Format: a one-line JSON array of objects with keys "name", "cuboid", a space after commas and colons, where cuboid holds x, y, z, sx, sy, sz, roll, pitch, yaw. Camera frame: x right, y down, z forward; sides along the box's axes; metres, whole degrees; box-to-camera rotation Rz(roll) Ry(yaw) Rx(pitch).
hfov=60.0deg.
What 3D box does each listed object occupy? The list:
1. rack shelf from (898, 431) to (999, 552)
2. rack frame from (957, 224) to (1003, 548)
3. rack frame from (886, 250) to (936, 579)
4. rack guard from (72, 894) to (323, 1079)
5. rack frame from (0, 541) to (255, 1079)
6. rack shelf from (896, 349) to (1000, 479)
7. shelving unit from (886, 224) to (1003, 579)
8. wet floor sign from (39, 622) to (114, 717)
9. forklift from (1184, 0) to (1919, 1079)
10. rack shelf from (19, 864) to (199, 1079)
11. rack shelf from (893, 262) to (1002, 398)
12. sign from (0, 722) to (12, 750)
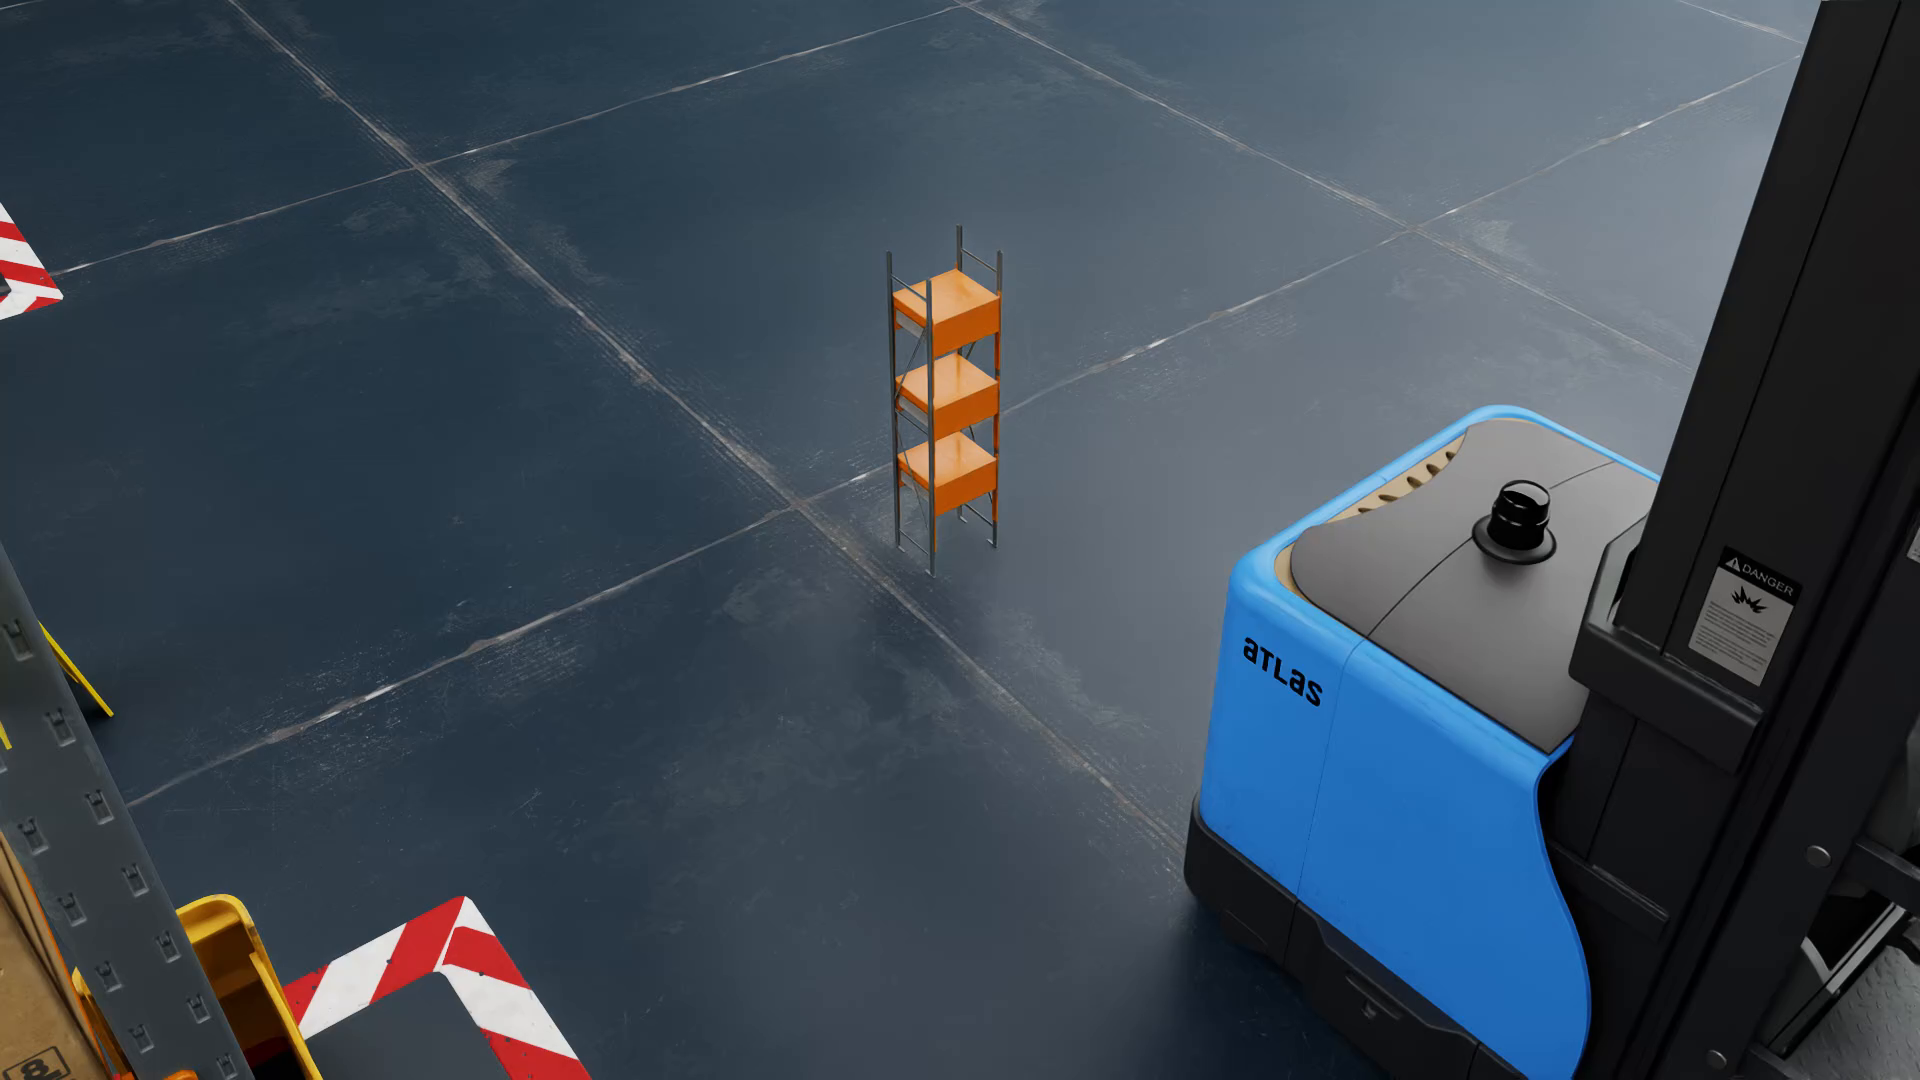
[{"name": "rack shelf", "cuboid": [-0.042, -0.162, 5.075, 0.240, 0.259, 0.215, -26, 46, -28]}, {"name": "rack frame", "cuboid": [0.054, -0.432, 4.949, 0.008, 1.050, 0.200, -26, 46, -28]}, {"name": "rack frame", "cuboid": [-0.139, -0.338, 4.834, 0.008, 1.050, 0.200, -26, 46, -28]}, {"name": "rack guard", "cuboid": [-1.341, 1.291, 3.282, 0.348, 0.500, 1.175, -26, 46, -28]}, {"name": "rack frame", "cuboid": [-1.360, 0.334, 2.478, 0.127, 3.000, 1.000, -26, 46, -28]}, {"name": "rack shelf", "cuboid": [-0.042, -0.377, 4.899, 0.240, 0.259, 0.215, -26, 46, -28]}, {"name": "shelving unit", "cuboid": [-0.042, -0.385, 4.892, 0.252, 1.050, 0.215, -26, 46, -28]}, {"name": "wet floor sign", "cuboid": [-2.544, 0.237, 4.452, 0.267, 0.644, 0.232, 30, 48, 31]}, {"name": "forklift", "cuboid": [1.900, 0.254, 2.629, 1.130, 2.935, 3.031, -29, 47, -30]}, {"name": "rack shelf", "cuboid": [-2.946, 1.385, 1.764, 4.000, 0.370, 1.077, -26, 46, -28]}, {"name": "rack shelf", "cuboid": [-0.042, -0.596, 4.719, 0.240, 0.259, 0.215, -26, 46, -28]}, {"name": "sign", "cuboid": [-1.040, 0.073, 1.696, 0.005, 0.325, 0.100, -26, 46, -28]}]
